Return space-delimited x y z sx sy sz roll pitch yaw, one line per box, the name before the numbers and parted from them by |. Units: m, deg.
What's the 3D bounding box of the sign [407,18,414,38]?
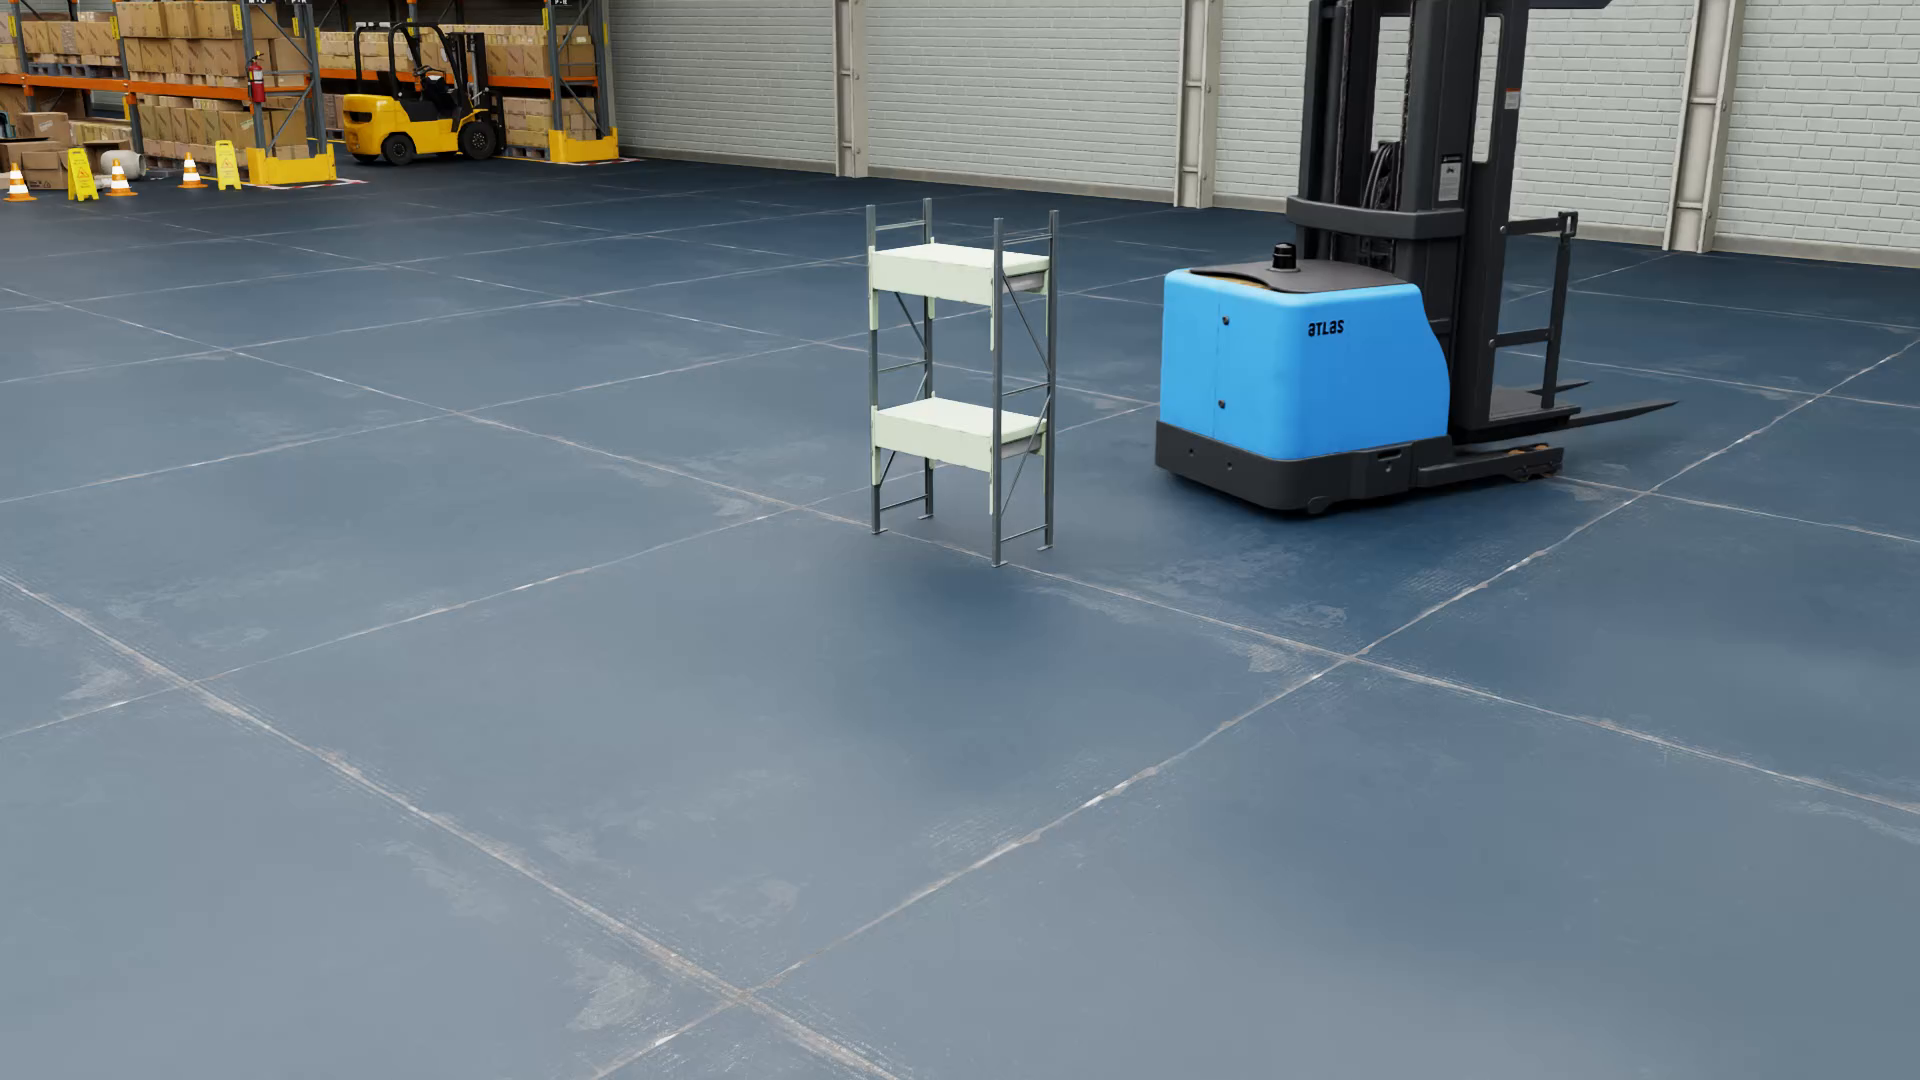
sign | -9.492 -8.842 28.730 0.005 0.325 0.100 15 23 39

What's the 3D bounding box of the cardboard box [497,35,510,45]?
cardboard box | -7.366 -8.218 27.310 0.250 0.149 0.380 14 22 38

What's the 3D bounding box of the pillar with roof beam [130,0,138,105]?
pillar with roof beam | -22.390 -13.493 35.250 0.400 9.000 9.100 15 23 39

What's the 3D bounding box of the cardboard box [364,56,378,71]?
cardboard box | -10.421 -8.629 30.091 0.500 0.250 0.500 15 23 40

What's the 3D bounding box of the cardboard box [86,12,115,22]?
cardboard box | -13.450 -8.204 26.081 0.250 0.149 0.380 14 22 38

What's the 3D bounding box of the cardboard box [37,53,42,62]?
cardboard box | -15.114 -8.040 27.709 0.250 0.149 0.380 13 22 36

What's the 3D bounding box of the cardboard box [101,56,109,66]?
cardboard box | -13.185 -7.507 26.028 0.250 0.149 0.380 14 22 38

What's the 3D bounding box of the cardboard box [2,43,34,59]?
cardboard box | -15.954 -8.338 28.348 0.500 0.250 0.500 15 23 39

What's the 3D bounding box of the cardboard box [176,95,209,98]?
cardboard box | -16.330 -9.337 35.513 0.500 0.500 0.700 14 22 37

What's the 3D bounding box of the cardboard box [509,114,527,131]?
cardboard box | -7.087 -6.907 27.442 0.500 0.250 0.500 15 23 39

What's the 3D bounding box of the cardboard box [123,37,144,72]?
cardboard box | -12.287 -7.367 25.208 0.500 0.500 0.500 15 23 39

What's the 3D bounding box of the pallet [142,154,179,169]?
pallet | -11.905 -5.873 25.767 1.213 0.211 1.003 15 23 39

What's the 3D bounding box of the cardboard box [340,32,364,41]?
cardboard box | -11.116 -9.225 30.483 0.250 0.149 0.380 16 23 40

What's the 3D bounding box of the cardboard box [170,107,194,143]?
cardboard box | -11.374 -6.187 24.759 0.500 0.500 0.500 17 24 42

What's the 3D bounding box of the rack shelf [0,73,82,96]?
rack shelf | -16.919 -8.190 29.650 4.000 0.370 1.077 15 23 39

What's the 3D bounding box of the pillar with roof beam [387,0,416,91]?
pillar with roof beam | -13.415 -11.083 27.658 0.400 9.000 9.100 15 23 39

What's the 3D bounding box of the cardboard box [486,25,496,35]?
cardboard box | -7.576 -8.406 27.410 0.250 0.149 0.380 16 23 40

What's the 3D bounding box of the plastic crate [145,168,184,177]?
plastic crate | -11.801 -5.436 24.609 0.583 0.080 0.402 7 19 21

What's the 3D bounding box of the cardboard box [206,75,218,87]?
cardboard box | -10.514 -6.559 23.737 0.250 0.149 0.380 16 23 40

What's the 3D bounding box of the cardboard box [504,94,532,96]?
cardboard box | -7.503 -7.462 28.362 0.500 0.250 0.500 14 23 38

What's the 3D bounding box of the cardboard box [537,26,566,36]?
cardboard box | -6.555 -8.172 26.674 0.250 0.149 0.380 15 23 39

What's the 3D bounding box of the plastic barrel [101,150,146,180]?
plastic barrel | -11.989 -5.370 23.832 0.512 0.421 0.421 -3 18 -8

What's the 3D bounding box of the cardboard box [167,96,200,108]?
cardboard box | -11.527 -6.510 24.706 0.250 0.149 0.380 17 24 42

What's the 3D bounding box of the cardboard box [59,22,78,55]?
cardboard box | -14.075 -8.068 26.725 0.500 0.500 0.500 14 22 37

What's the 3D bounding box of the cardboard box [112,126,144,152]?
cardboard box | -12.825 -6.381 26.409 0.625 0.372 0.950 15 23 40

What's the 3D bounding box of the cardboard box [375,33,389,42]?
cardboard box | -10.180 -8.959 29.645 0.250 0.149 0.380 14 22 38

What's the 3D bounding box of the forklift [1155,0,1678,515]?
forklift | 2.545 -1.821 8.504 3.031 2.935 1.130 -10 20 -28

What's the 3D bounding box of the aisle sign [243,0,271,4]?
aisle sign | -9.586 -7.687 22.575 0.004 0.787 0.394 15 23 39

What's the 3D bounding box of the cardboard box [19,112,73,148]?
cardboard box | -13.590 -6.089 24.721 0.500 0.500 0.500 15 23 39

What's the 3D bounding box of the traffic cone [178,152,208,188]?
traffic cone | -10.617 -5.111 22.951 0.334 0.463 0.336 15 23 39

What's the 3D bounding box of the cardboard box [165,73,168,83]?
cardboard box | -11.584 -6.884 24.758 0.250 0.149 0.380 15 23 39

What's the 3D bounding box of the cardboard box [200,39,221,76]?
cardboard box | -10.400 -6.863 23.621 0.500 0.500 0.500 15 23 39

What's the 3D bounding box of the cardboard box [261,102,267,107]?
cardboard box | -13.751 -8.608 33.214 0.500 0.500 0.500 14 22 37

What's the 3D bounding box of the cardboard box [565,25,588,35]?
cardboard box | -6.257 -8.264 26.962 0.250 0.149 0.380 14 23 38

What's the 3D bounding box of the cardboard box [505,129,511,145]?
cardboard box | -7.442 -6.766 27.824 0.500 0.250 0.500 15 23 40

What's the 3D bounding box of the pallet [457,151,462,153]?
pallet | -8.572 -6.954 29.175 1.213 0.211 1.003 15 23 39

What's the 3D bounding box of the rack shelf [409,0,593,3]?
rack shelf | -7.643 -9.138 27.676 4.000 0.370 1.077 15 23 39

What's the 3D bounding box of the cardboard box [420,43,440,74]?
cardboard box | -8.981 -8.352 28.804 0.500 0.500 0.500 14 22 38

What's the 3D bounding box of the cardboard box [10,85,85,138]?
cardboard box | -15.884 -7.477 29.030 0.875 0.875 0.875 15 23 39

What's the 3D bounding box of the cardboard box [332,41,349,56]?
cardboard box | -11.208 -9.068 30.647 0.500 0.250 0.500 14 23 38

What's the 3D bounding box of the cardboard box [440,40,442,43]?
cardboard box | -8.667 -8.588 28.476 0.250 0.149 0.380 15 23 39

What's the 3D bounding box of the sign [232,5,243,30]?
sign | -9.823 -7.106 22.609 0.005 0.325 0.100 15 23 39

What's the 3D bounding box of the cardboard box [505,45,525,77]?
cardboard box | -7.072 -7.843 27.199 0.500 0.500 0.500 16 24 41

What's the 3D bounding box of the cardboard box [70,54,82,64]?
cardboard box | -14.127 -7.769 26.855 0.250 0.149 0.380 16 24 41

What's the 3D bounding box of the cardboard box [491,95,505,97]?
cardboard box | -7.843 -7.341 27.983 0.500 0.250 0.500 14 23 38

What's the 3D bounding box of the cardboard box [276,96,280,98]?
cardboard box | -13.228 -8.789 32.713 0.250 0.149 0.380 16 24 41

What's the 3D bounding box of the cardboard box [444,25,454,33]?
cardboard box | -8.521 -8.664 28.223 0.250 0.149 0.380 16 23 40

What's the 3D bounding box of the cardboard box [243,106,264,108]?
cardboard box | -10.641 -6.208 24.826 0.500 0.500 0.500 16 23 40

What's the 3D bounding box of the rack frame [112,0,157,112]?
rack frame | -18.115 -10.862 36.878 0.127 3.000 1.000 15 23 39

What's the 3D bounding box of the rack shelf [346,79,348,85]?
rack shelf | -13.627 -9.314 33.191 4.000 0.370 1.077 15 23 39

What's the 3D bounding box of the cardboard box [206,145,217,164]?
cardboard box | -10.605 -5.622 24.220 0.500 0.250 0.500 15 23 39

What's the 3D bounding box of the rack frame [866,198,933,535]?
rack frame | -0.269 -0.787 7.612 0.023 1.500 0.400 15 23 39

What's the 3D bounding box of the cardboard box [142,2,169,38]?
cardboard box | -11.521 -7.643 24.425 0.500 0.500 0.700 14 23 38

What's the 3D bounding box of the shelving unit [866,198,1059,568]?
shelving unit | 0.005 -0.714 7.381 0.755 1.500 0.431 15 23 39
